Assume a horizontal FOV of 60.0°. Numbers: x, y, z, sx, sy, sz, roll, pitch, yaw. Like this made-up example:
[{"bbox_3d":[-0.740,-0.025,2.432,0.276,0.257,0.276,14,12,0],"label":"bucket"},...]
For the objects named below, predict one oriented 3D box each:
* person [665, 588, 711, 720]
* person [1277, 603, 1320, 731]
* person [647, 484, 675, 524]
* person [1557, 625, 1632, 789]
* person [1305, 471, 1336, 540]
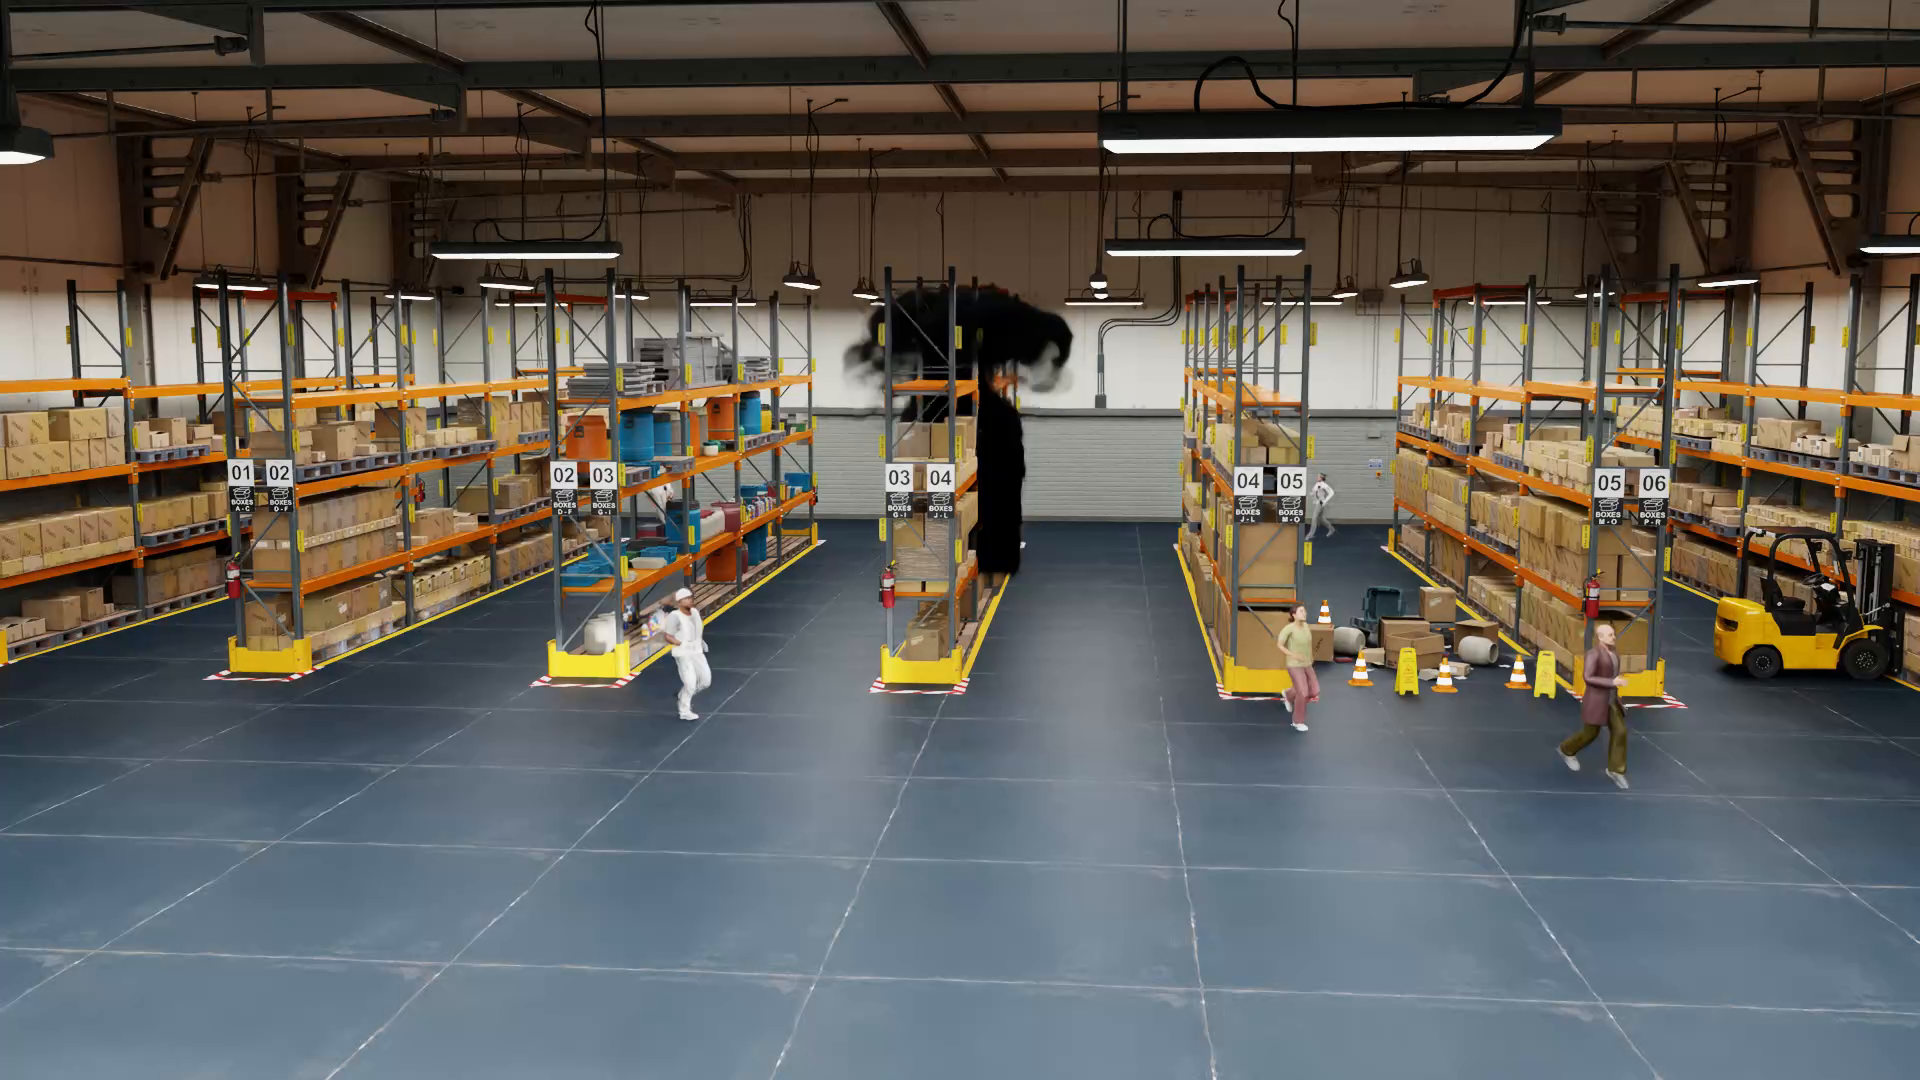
[{"bbox_3d":[-3.540,1.497,21.787,0.605,1.735,0.674,5,8,35],"label":"person"},{"bbox_3d":[4.336,1.618,21.375,0.620,1.633,0.519,-5,9,-36],"label":"person"},{"bbox_3d":[-7.333,-0.810,40.931,0.701,1.733,0.858,-2,7,-14],"label":"person"},{"bbox_3d":[7.217,1.864,18.809,0.738,1.853,0.923,-5,9,-36],"label":"person"},{"bbox_3d":[8.914,-0.858,41.160,0.930,1.691,0.605,-1,7,-11],"label":"person"}]
